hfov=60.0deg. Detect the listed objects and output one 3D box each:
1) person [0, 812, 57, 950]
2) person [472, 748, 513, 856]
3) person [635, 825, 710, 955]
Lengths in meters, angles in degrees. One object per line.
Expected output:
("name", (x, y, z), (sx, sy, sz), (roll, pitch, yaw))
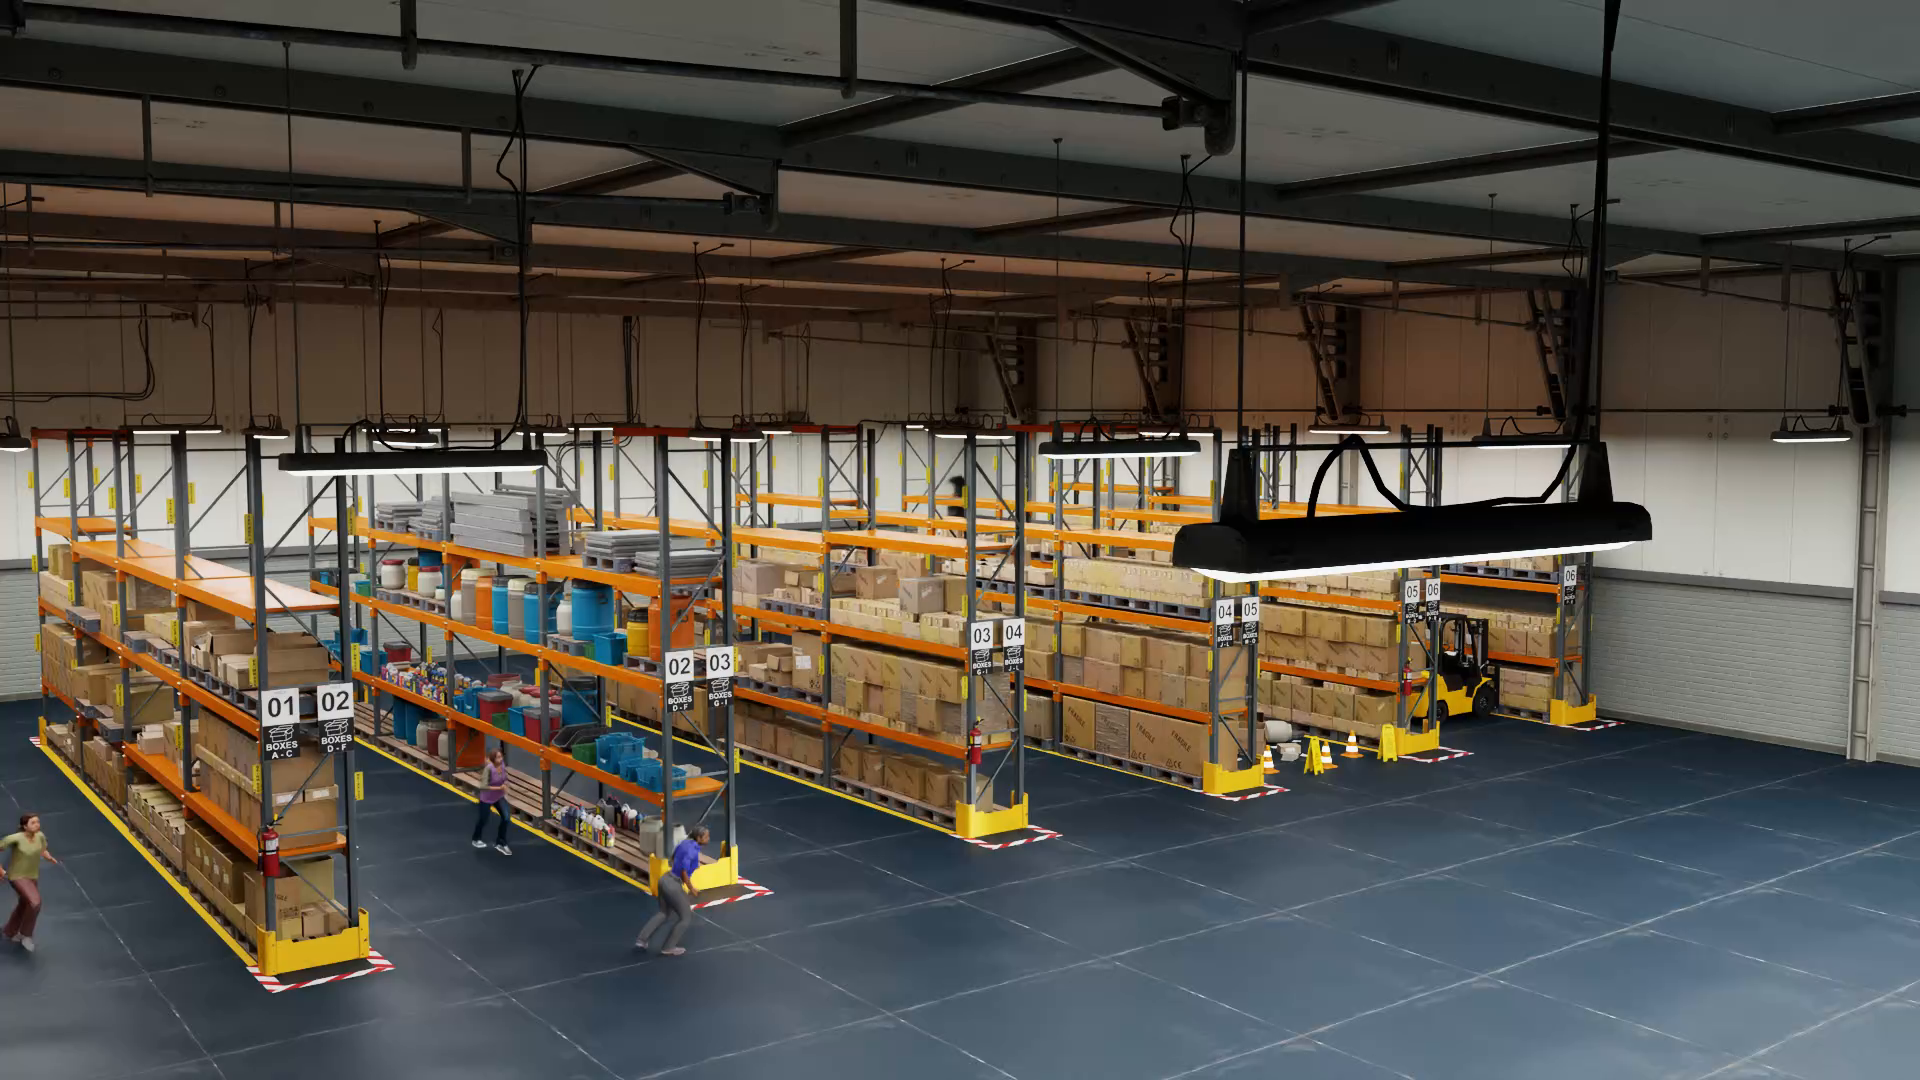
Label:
("person", (-11.016, 3.988, 19.544), (0.798, 1.623, 0.600), (2, 5, 23))
("person", (-6.640, 3.703, 23.630), (0.904, 1.561, 0.533), (4, 6, 42))
("person", (-3.347, 4.065, 19.337), (0.818, 1.520, 0.612), (-2, 5, -28))
